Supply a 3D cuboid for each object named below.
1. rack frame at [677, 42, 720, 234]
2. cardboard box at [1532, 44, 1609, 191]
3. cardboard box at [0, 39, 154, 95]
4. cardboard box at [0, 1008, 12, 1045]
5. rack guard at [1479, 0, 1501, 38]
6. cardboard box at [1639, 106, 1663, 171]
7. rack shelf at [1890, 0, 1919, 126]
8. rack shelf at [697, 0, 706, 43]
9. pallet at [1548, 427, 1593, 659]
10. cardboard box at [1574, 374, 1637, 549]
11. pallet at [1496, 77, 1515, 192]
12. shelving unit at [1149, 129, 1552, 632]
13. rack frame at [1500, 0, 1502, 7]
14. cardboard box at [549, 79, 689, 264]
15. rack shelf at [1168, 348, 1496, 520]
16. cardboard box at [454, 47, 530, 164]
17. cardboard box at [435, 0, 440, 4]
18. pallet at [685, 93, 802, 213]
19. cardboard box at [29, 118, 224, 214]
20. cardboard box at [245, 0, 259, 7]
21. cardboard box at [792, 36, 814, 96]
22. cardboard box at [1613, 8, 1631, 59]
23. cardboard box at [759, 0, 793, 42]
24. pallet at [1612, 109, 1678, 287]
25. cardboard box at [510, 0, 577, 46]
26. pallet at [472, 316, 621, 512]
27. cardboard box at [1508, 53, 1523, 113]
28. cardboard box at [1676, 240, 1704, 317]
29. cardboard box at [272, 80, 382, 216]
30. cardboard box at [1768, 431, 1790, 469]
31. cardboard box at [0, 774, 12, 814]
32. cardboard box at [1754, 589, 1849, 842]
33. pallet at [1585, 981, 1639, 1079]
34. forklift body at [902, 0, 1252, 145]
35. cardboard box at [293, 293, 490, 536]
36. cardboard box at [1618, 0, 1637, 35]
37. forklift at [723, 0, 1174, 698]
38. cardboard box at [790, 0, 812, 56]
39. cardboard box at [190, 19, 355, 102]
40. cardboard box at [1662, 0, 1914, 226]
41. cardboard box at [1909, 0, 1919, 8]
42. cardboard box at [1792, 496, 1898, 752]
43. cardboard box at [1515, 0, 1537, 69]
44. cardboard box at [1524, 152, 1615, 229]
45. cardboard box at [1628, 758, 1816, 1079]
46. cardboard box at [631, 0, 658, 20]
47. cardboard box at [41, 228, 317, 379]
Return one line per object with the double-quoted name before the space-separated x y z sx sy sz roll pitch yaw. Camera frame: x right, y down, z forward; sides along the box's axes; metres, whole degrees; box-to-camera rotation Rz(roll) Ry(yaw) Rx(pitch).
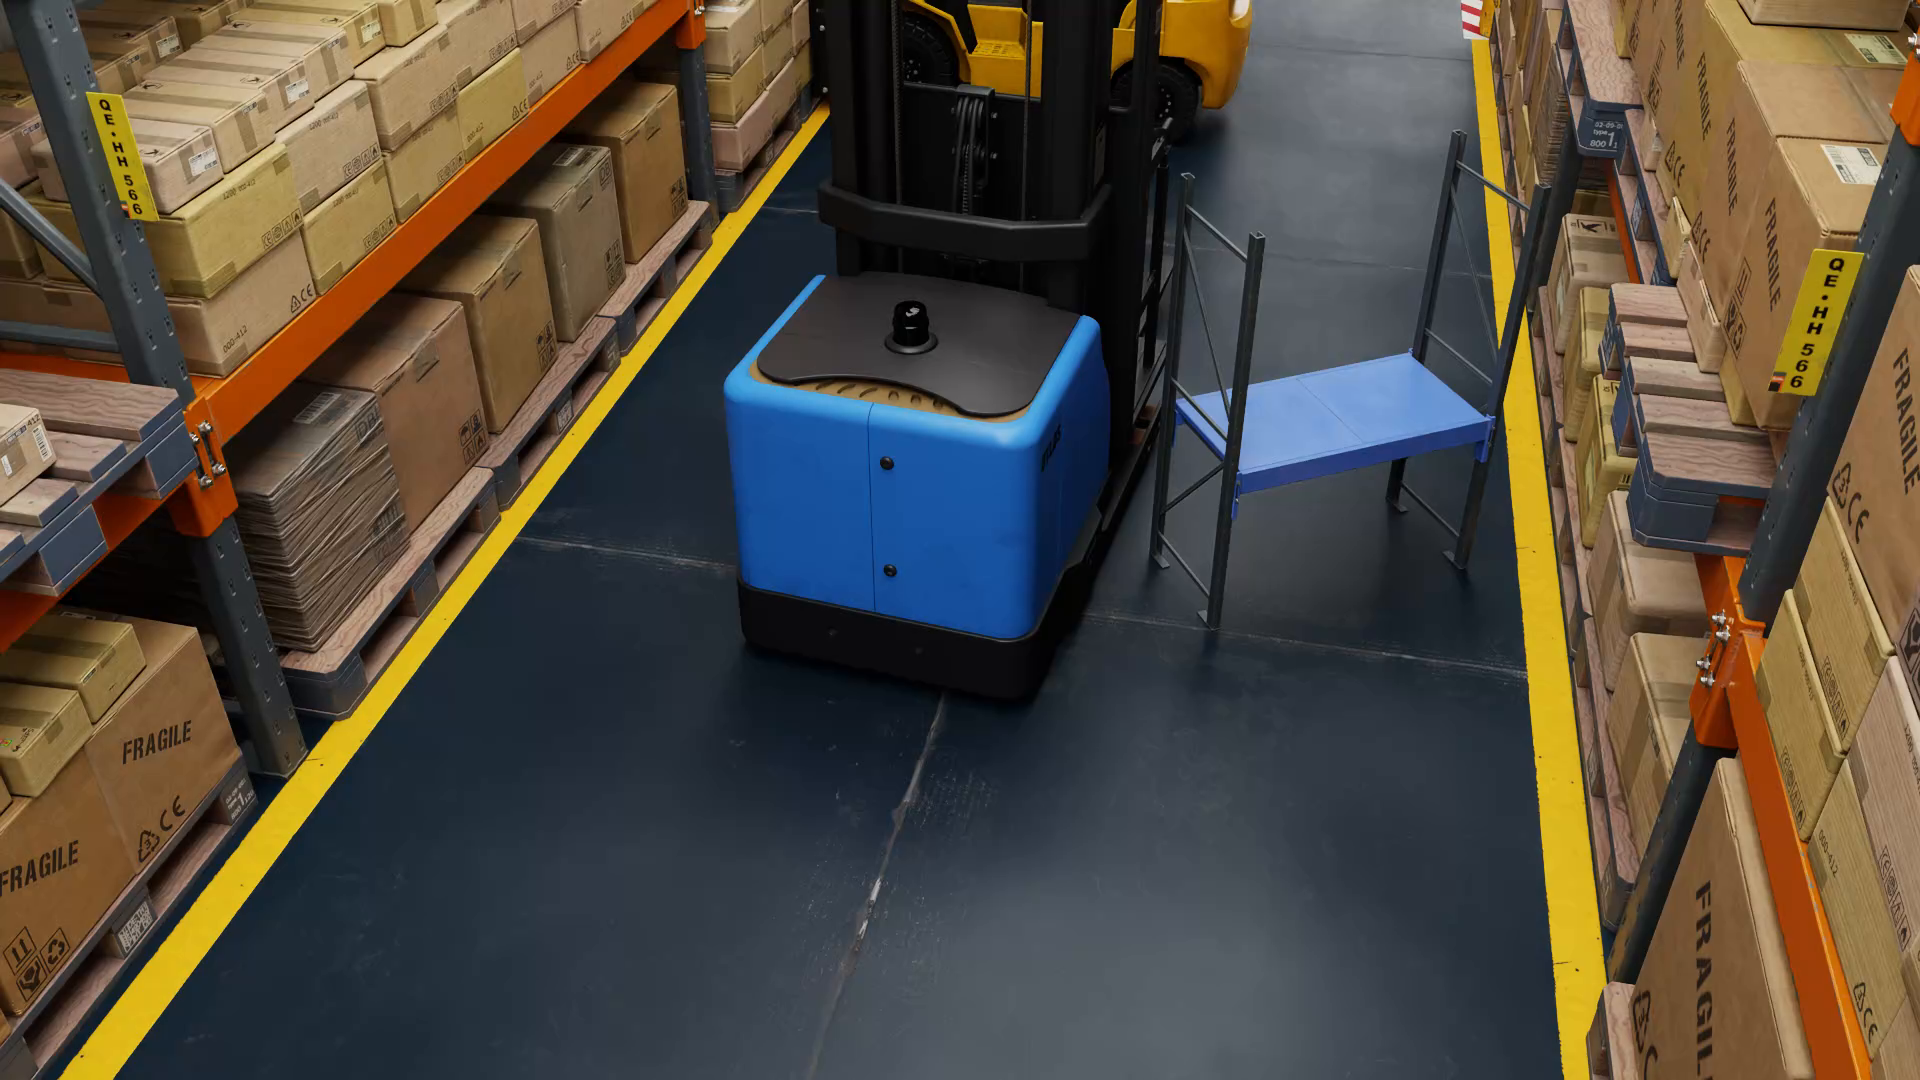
"rack frame" -1.724 -2.852 7.628 1.000 3.000 0.127 7 37 10
"cardboard box" 2.990 -1.965 7.751 0.500 0.500 0.500 7 36 9
"cardboard box" -2.645 -1.378 4.958 0.380 0.149 0.250 7 37 10
"cardboard box" -2.685 1.139 3.895 0.500 0.500 0.500 9 37 12
"rack guard" 3.964 -3.469 10.610 1.175 0.500 0.348 7 37 10
"cardboard box" 2.394 -1.279 5.315 0.380 0.149 0.250 9 37 12
"rack shelf" 2.699 -2.008 4.522 1.077 0.370 4.000 7 37 10
"rack shelf" -1.297 -3.707 9.422 1.077 0.370 4.000 7 37 10
"pallet" 2.703 0.046 6.007 1.003 0.211 1.213 7 37 10
"cardboard box" 2.719 -0.225 5.886 0.950 0.372 0.625 8 37 12
"pallet" 3.493 -2.193 9.097 1.003 0.211 1.213 7 37 10
"shelving unit" 1.282 -0.531 5.705 1.048 1.500 0.538 -12 38 -17
"rack frame" 3.980 -4.525 9.937 1.000 3.000 0.127 7 37 10
"cardboard box" -1.824 -1.760 7.787 0.875 0.625 0.625 9 37 12
"rack shelf" 1.282 -0.385 5.810 1.000 0.185 0.538 -12 38 -17
"cardboard box" -1.917 -1.602 6.033 0.500 0.250 0.500 8 37 11
"cardboard box" -1.996 -1.910 5.691 0.380 0.149 0.250 7 37 10
"pallet" -1.513 -2.173 9.069 1.003 0.211 1.213 7 37 10
"cardboard box" -2.223 -1.007 4.446 0.380 0.149 0.250 8 37 11
"cardboard box" -2.557 -1.821 5.569 0.380 0.149 0.250 7 36 9
"cardboard box" -1.109 -2.734 9.451 0.500 0.250 0.500 8 37 11
"cardboard box" 2.637 -1.881 6.145 0.380 0.149 0.250 8 37 11
"cardboard box" -1.195 -2.843 8.750 0.500 0.250 0.500 7 37 10
"pallet" 2.654 -1.001 5.238 1.003 0.211 1.213 7 37 10
"cardboard box" -1.797 -2.092 6.282 0.500 0.250 0.500 8 37 11
"pallet" -2.102 -0.594 6.889 1.003 0.211 1.213 7 37 10
"cardboard box" 3.317 -2.548 9.194 0.500 0.250 0.500 10 37 13
"cardboard box" 2.170 -0.680 4.489 0.380 0.149 0.250 6 36 8
"cardboard box" -2.137 -1.211 5.066 0.500 0.250 0.500 8 37 11
"cardboard box" 2.112 -0.224 3.859 0.380 0.149 0.250 9 37 12
"cardboard box" -2.564 0.642 4.028 0.380 0.149 0.250 6 36 8
"cardboard box" 1.921 0.371 3.309 0.500 0.250 0.500 7 36 9
"pallet" 2.030 1.633 3.817 1.003 0.211 1.213 7 37 10
"forklift body" 0.508 -3.485 9.226 2.313 2.155 1.214 7 37 10
"cardboard box" -2.300 -0.498 6.047 0.875 0.625 0.625 8 37 11
"cardboard box" 2.639 -2.042 5.816 0.500 0.500 0.500 7 37 10
"forklift" 0.196 -1.535 5.871 1.130 2.935 3.031 11 37 15
"cardboard box" -1.095 -2.925 9.289 0.500 0.250 0.500 7 37 10
"cardboard box" -2.093 -1.463 5.074 0.380 0.149 0.250 8 37 10
"cardboard box" 2.303 -1.152 4.587 0.500 0.500 0.500 5 36 7
"cardboard box" 2.920 -1.389 4.914 0.500 0.500 0.500 6 36 8
"cardboard box" 1.922 0.180 3.148 0.500 0.250 0.500 7 37 10
"cardboard box" 3.311 -2.857 8.982 0.500 0.500 0.500 8 37 11
"cardboard box" 2.990 -1.661 7.971 0.500 0.250 0.500 9 37 12
"cardboard box" 2.043 1.137 3.577 0.875 0.875 0.875 7 37 10
"cardboard box" -1.576 -2.469 7.229 0.500 0.250 0.500 8 37 11
"cardboard box" -2.245 -0.721 4.817 0.500 0.250 0.500 7 37 10
